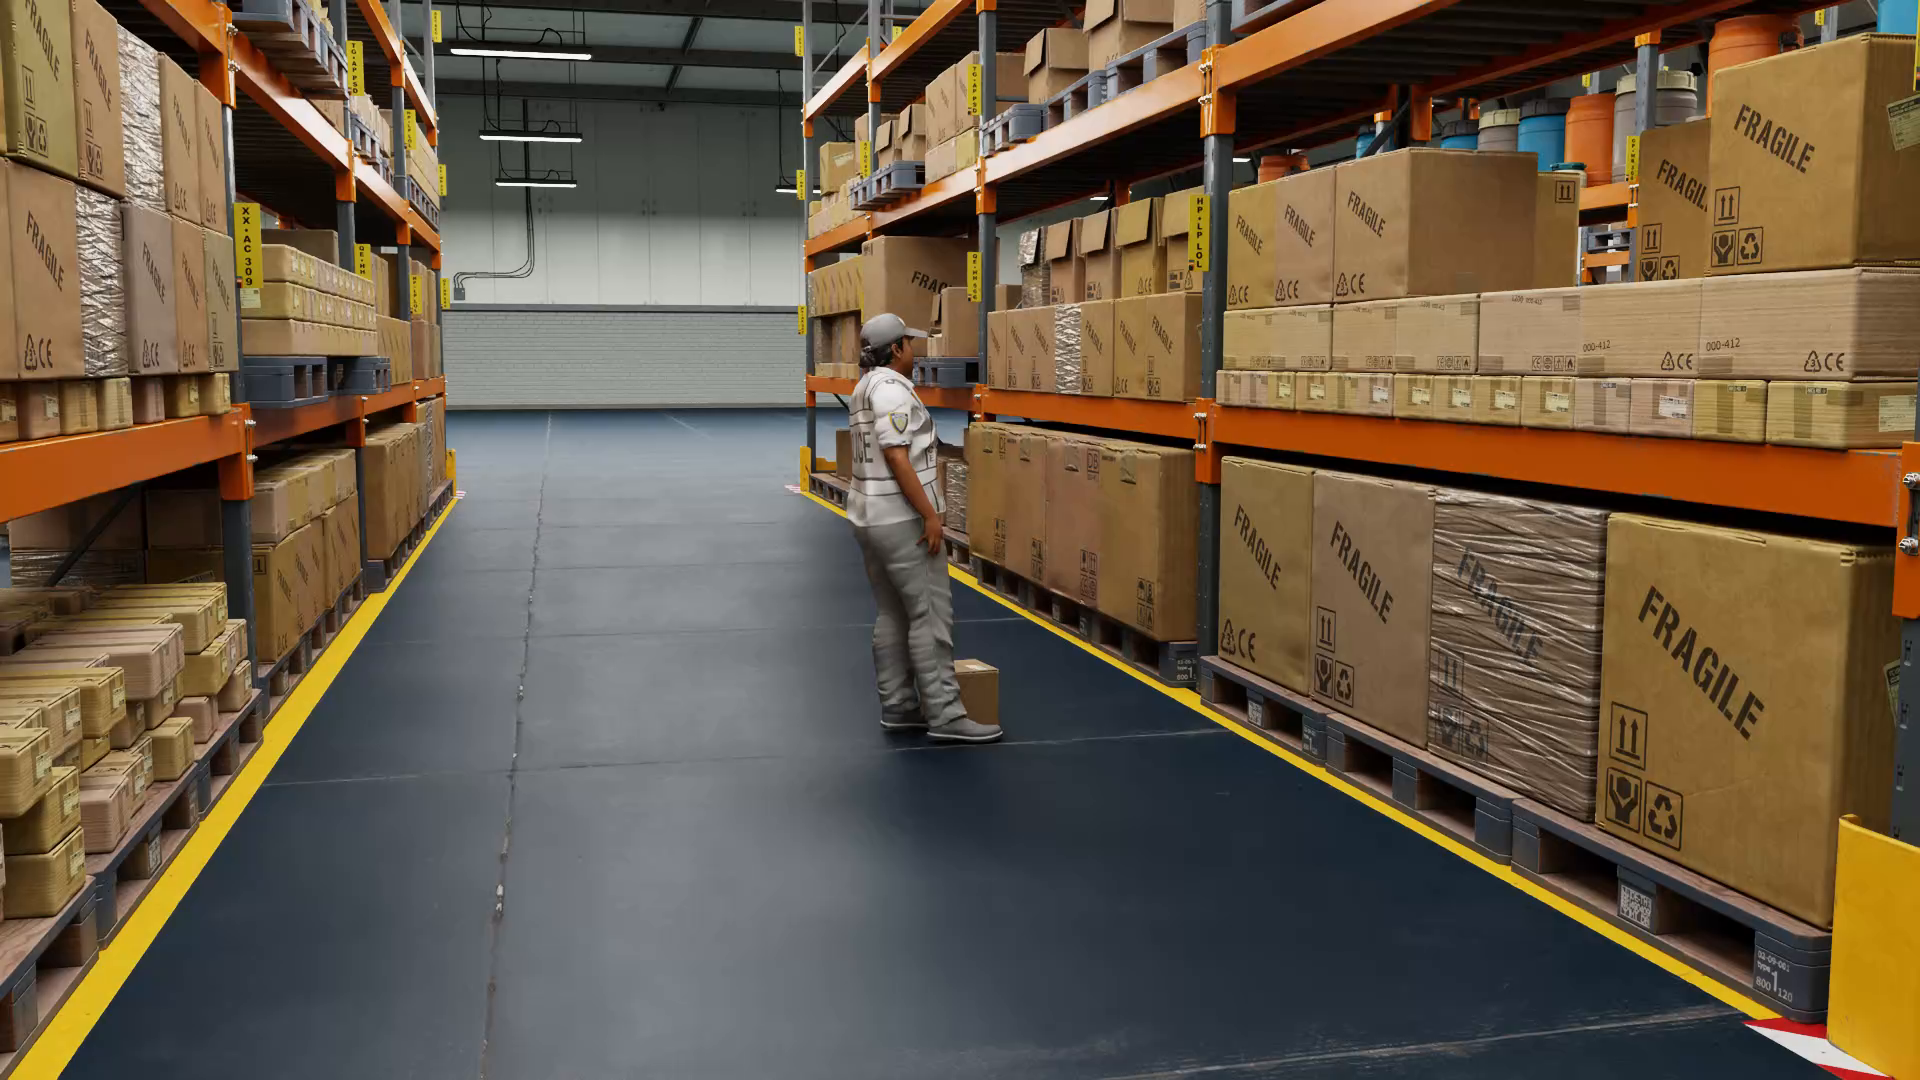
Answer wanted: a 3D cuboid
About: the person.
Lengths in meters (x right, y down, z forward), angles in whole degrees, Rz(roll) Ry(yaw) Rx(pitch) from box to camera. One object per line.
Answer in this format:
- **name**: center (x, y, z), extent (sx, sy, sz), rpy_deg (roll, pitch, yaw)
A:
- **person**: center (-0.165, -0.061, 6.625), extent (0.529, 1.670, 0.597), rpy_deg (-2, 7, -20)
